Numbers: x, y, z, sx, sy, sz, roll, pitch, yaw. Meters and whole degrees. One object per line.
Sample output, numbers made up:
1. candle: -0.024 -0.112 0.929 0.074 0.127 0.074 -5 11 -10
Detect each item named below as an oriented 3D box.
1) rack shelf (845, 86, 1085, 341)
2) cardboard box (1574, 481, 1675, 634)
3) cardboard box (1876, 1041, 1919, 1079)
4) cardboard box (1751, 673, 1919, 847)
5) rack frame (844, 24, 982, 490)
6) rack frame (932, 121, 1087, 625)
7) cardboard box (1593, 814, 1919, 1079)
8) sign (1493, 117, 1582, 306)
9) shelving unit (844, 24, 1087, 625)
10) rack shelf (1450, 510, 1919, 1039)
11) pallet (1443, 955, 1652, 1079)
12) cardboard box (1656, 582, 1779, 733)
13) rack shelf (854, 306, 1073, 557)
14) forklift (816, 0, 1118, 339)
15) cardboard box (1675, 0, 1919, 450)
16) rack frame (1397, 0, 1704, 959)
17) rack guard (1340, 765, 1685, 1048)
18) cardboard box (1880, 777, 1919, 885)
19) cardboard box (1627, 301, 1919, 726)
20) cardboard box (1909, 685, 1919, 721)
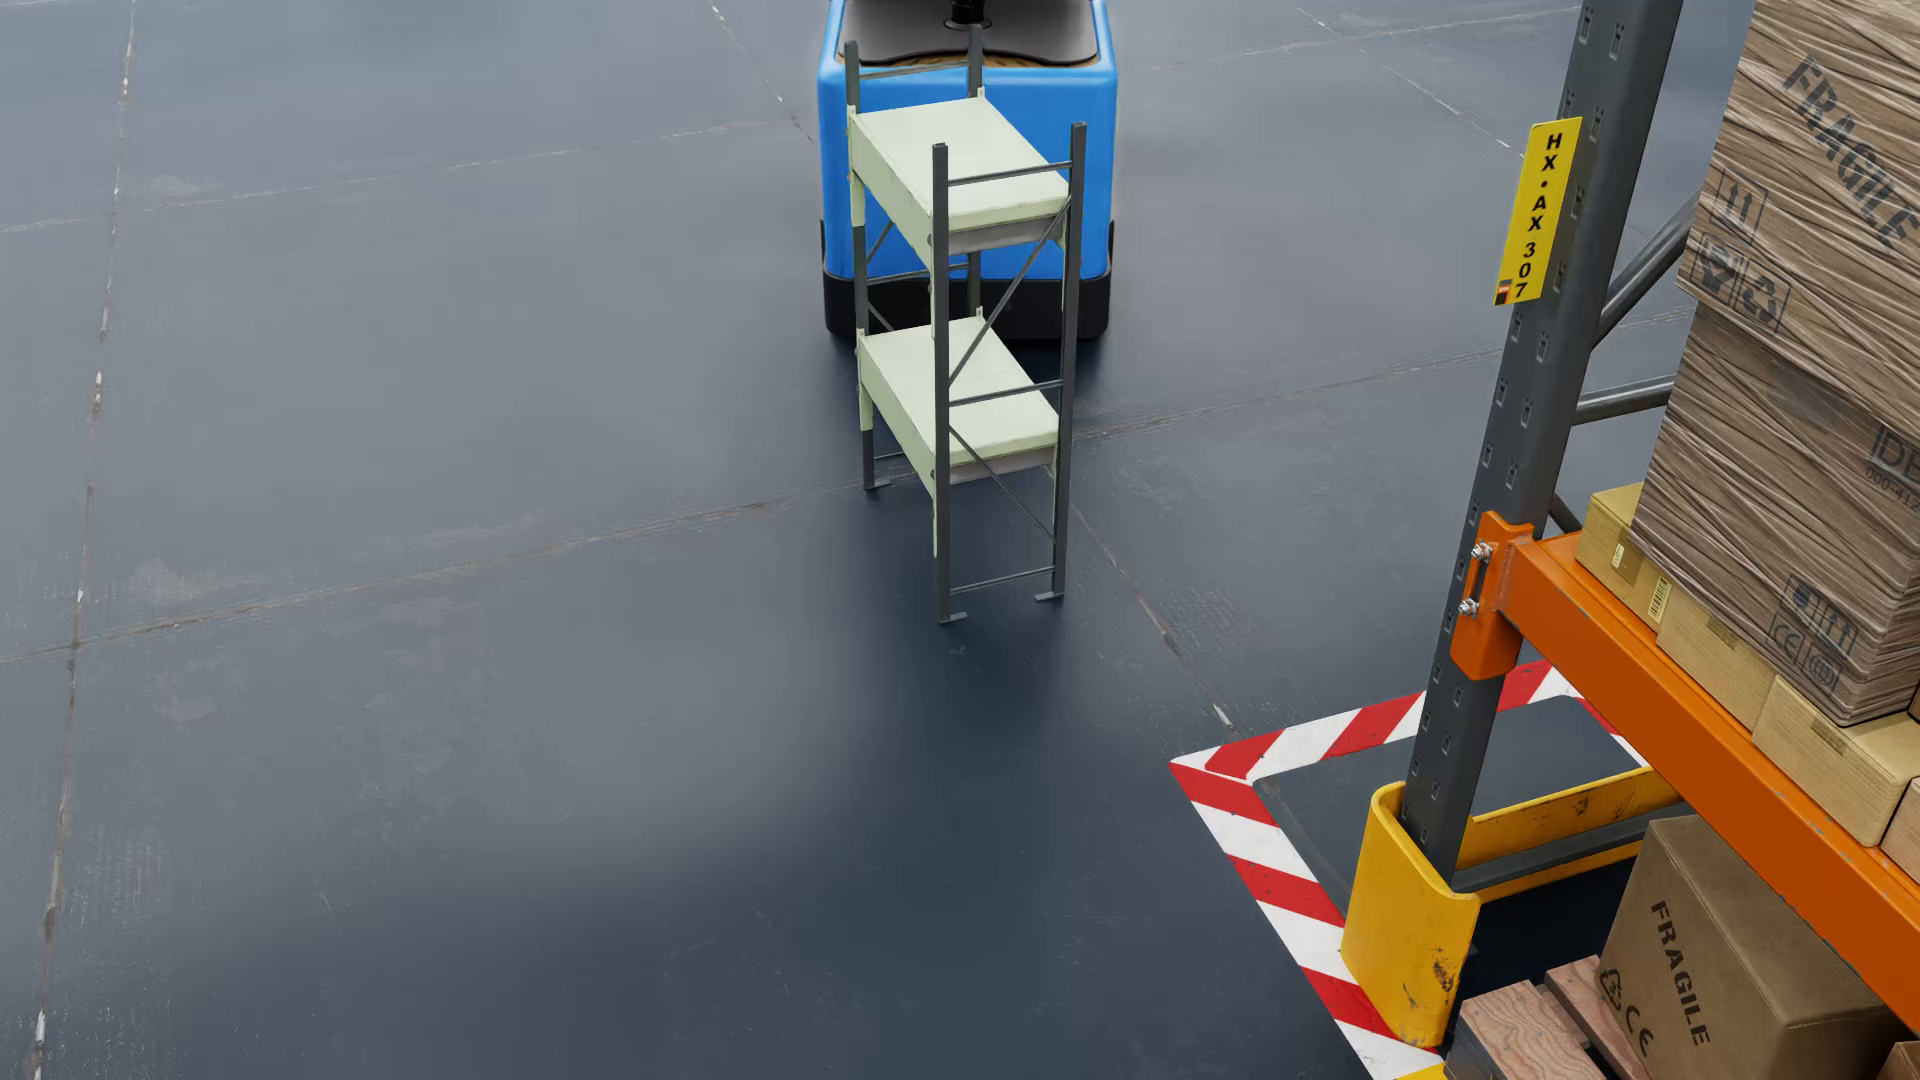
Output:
1. rack shelf: -0.002 -0.915 4.569 0.431 0.370 0.720 -12 39 -16
2. cardboard box: 1.341 0.005 2.960 0.380 0.149 0.250 -12 39 -16
3. cardboard box: 1.903 1.211 2.877 0.500 0.500 0.500 -3 37 -4
4. cardboard box: 1.481 0.294 2.575 0.380 0.149 0.250 -12 39 -16
5. rack frame: -0.128 -0.810 5.078 0.400 1.500 0.023 -12 39 -16
6. rack frame: 0.124 -0.396 4.529 0.400 1.500 0.023 -12 39 -16
7. cardboard box: 1.665 0.881 3.316 0.500 0.500 0.500 -6 37 -7
8. sign: 0.957 -0.539 2.754 0.100 0.325 0.005 -12 39 -16
9. shelving unit: -0.002 -0.603 4.804 0.431 1.500 0.755 -12 39 -16
10. rack shelf: 2.155 1.111 1.880 1.077 0.370 4.000 -12 39 -16
11. pallet: 1.739 1.317 3.326 1.003 0.211 1.213 -12 39 -16
12. cardboard box: 1.409 0.150 2.767 0.380 0.149 0.250 -12 39 -16
13. rack shelf: -0.002 -0.342 5.000 0.431 0.370 0.720 -12 39 -16
14. forklift: 0.035 -2.763 6.482 1.130 2.935 3.031 0 37 0
15. cardboard box: 1.400 -0.497 2.255 0.500 0.500 0.500 -12 39 -16
16. rack frame: 1.466 -0.306 3.163 1.000 3.000 0.127 -12 39 -16
17. rack guard: 1.492 0.735 3.858 1.175 0.500 0.348 -12 39 -16
18. cardboard box: 1.586 0.431 2.393 0.380 0.149 0.250 -12 39 -16
19. cardboard box: 1.630 -0.148 2.624 0.875 0.500 0.500 -12 39 -16
20. cardboard box: 1.914 0.109 2.282 0.875 0.500 0.500 -12 39 -16
